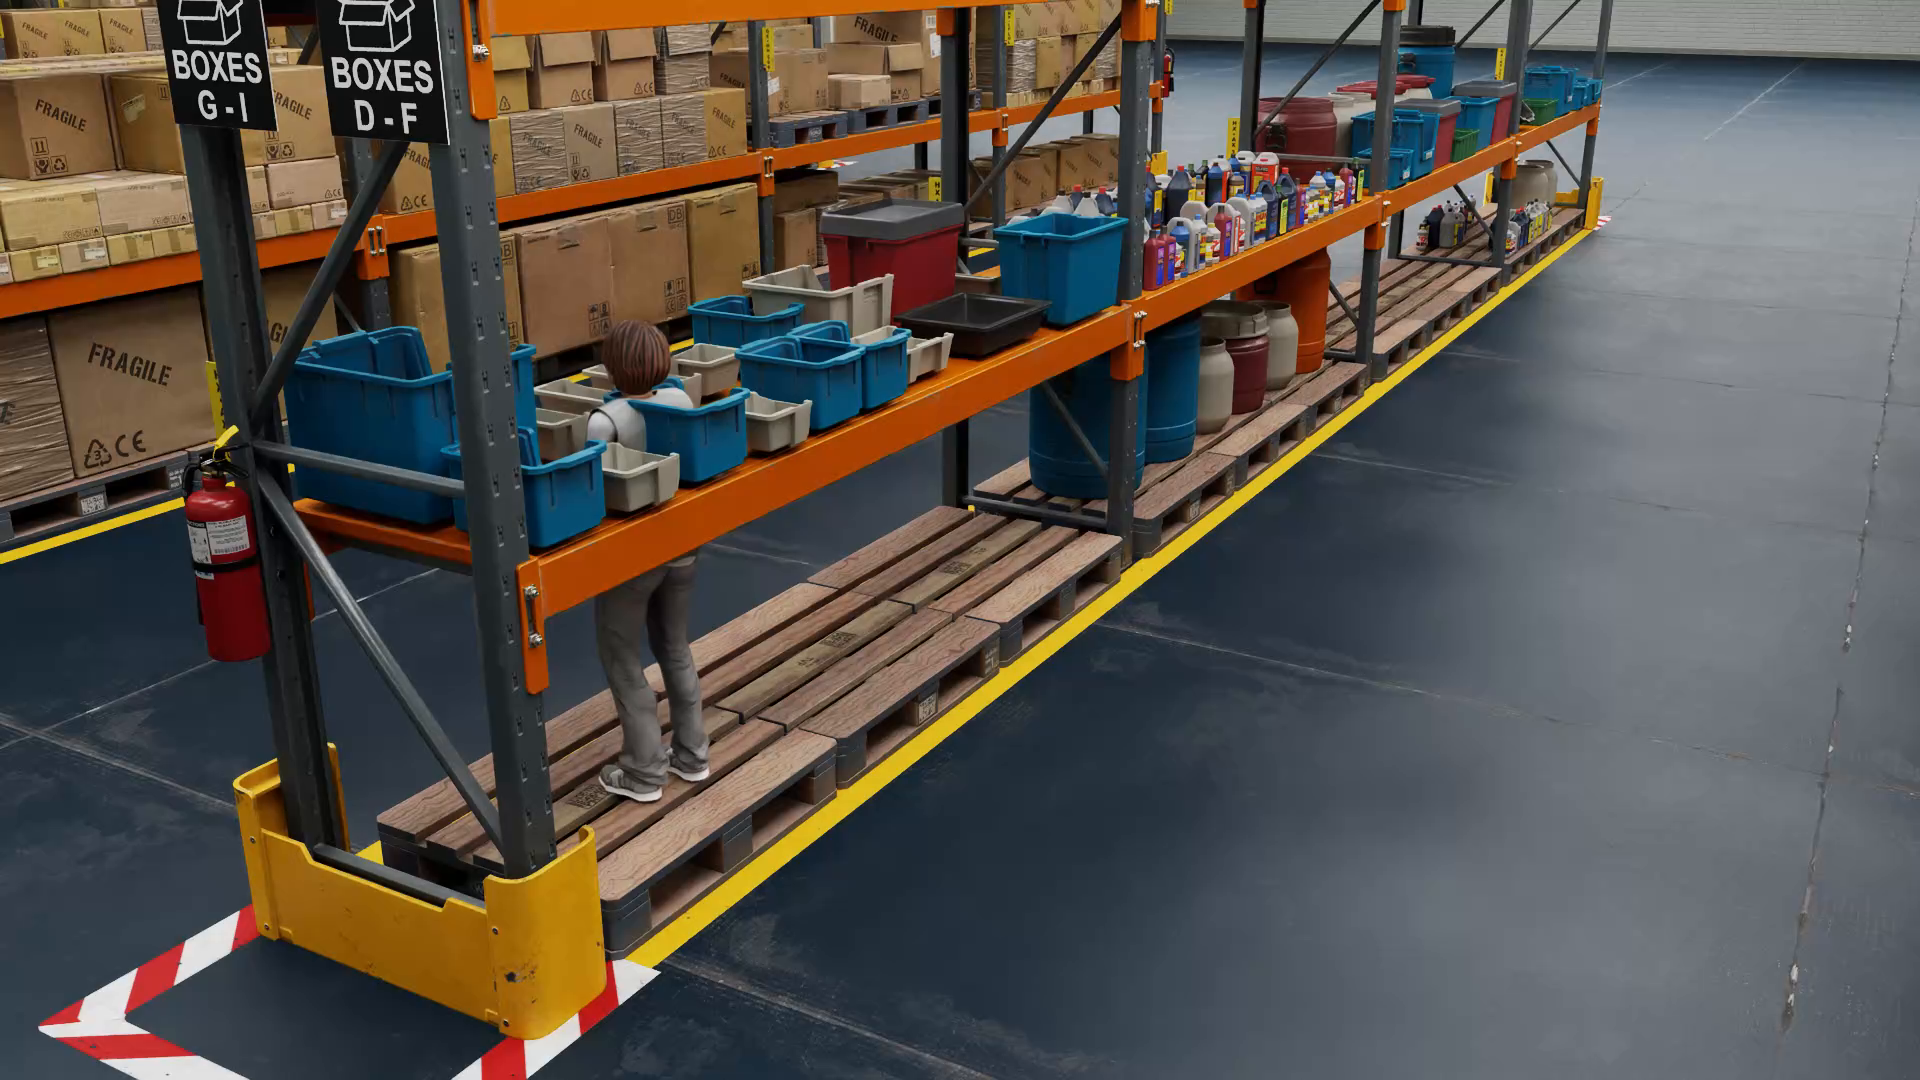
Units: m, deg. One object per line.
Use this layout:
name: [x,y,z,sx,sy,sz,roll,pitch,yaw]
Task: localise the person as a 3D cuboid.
person: [-1.068,0.058,5.336,0.488,1.575,0.405,17,26,39]
